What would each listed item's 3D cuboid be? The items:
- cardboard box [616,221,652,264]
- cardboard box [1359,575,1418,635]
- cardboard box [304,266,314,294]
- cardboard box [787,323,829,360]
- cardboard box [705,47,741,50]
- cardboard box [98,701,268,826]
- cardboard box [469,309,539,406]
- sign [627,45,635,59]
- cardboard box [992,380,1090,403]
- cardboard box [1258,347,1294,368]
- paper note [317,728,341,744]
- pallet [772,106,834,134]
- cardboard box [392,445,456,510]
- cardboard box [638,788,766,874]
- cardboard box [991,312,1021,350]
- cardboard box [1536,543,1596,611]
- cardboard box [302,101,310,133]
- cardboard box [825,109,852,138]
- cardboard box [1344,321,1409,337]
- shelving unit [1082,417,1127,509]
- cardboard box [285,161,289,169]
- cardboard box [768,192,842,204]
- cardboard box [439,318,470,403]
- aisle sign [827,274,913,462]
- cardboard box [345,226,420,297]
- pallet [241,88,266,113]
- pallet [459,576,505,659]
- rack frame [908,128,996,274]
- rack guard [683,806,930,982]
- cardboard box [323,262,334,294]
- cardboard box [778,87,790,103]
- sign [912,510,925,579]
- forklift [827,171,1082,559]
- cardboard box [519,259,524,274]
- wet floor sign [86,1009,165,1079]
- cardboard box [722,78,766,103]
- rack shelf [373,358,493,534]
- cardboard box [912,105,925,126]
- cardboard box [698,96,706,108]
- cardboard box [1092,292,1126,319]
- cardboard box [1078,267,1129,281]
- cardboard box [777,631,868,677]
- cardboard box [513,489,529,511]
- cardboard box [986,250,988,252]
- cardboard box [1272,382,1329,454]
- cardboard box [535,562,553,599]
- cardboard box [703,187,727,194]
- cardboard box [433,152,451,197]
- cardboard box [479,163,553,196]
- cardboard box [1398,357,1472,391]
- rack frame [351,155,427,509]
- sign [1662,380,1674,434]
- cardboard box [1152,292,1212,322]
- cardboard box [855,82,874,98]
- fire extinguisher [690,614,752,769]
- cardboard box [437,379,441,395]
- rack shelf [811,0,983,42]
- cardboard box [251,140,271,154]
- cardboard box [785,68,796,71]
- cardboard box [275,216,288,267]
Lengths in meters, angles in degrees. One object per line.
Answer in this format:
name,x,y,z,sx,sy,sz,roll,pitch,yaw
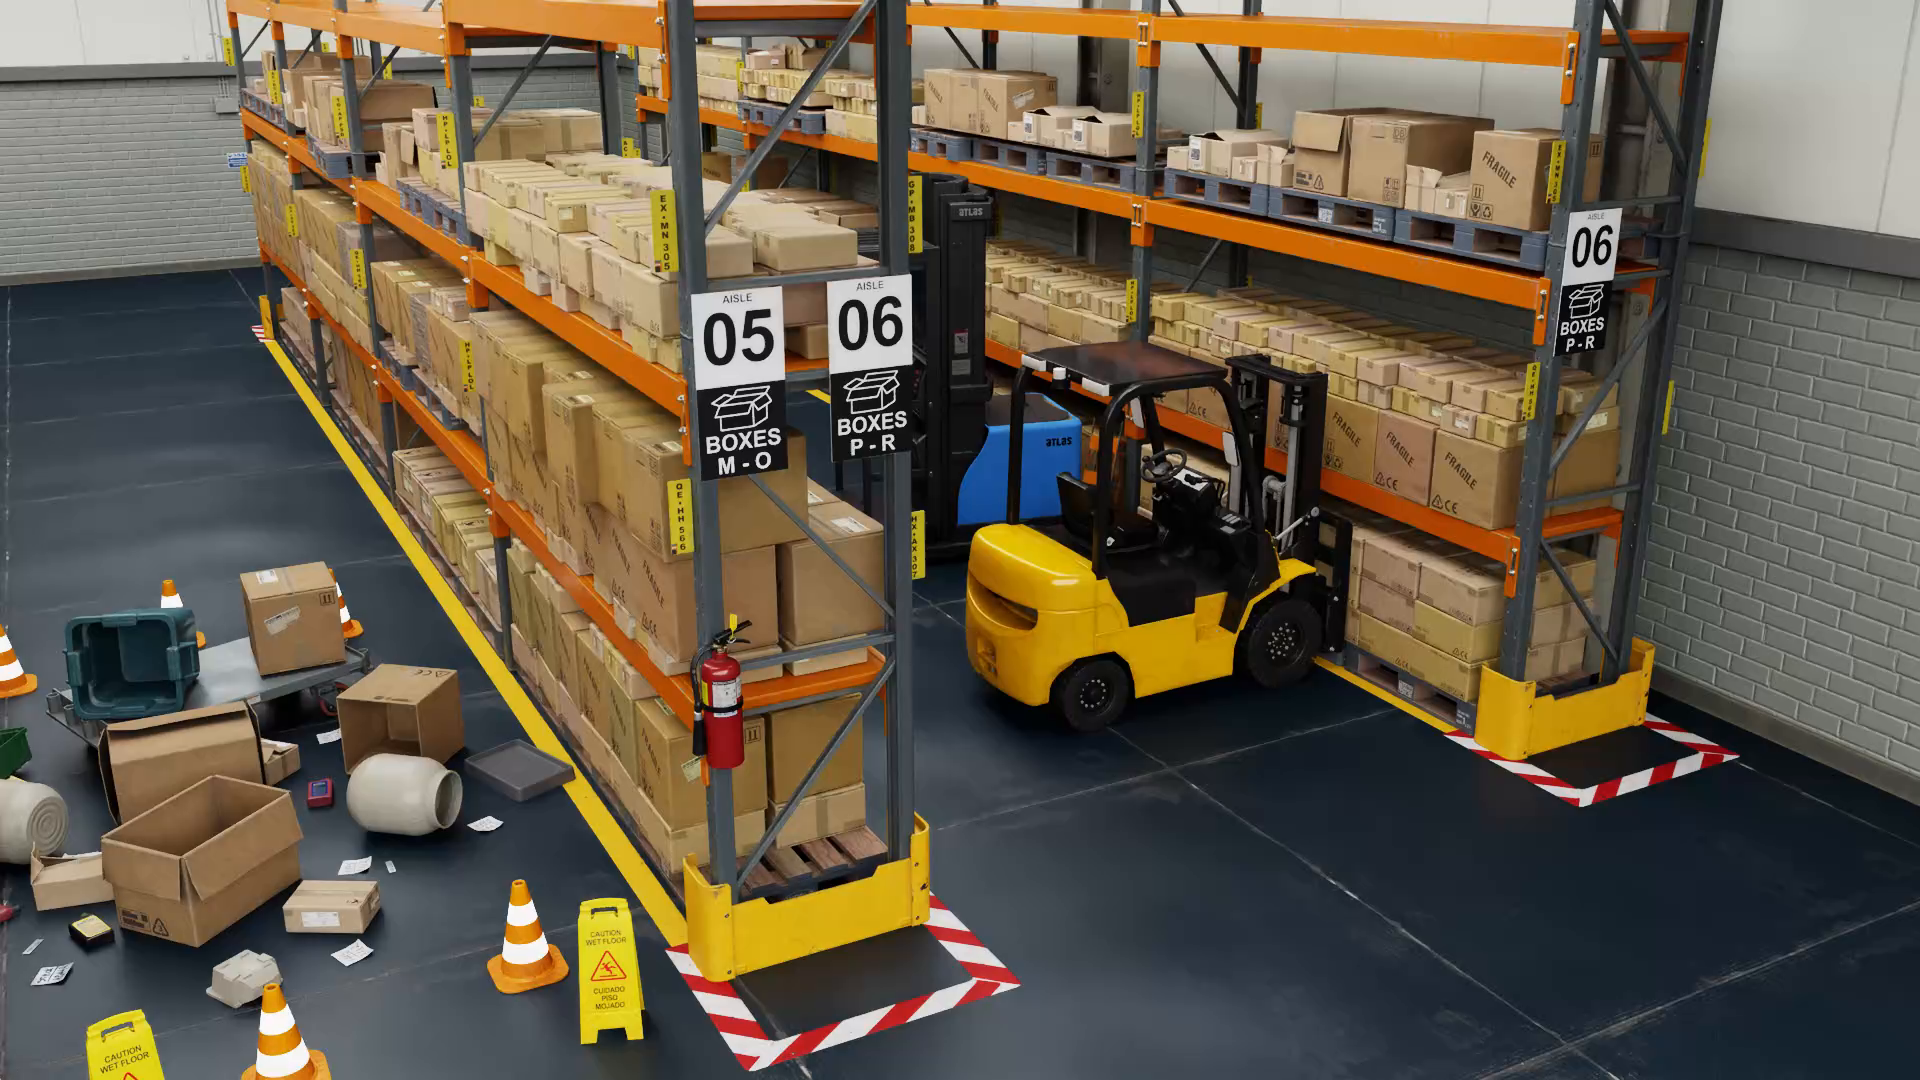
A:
cardboard box,-1.332,-1.359,7.535,0.380,0.149,0.250,-10,22,-27
cardboard box,2.946,0.377,10.745,0.500,0.250,0.500,-10,22,-27
cardboard box,-6.408,-2.688,17.052,0.500,0.250,0.500,-11,22,-28
cardboard box,-0.558,-0.926,7.502,0.380,0.149,0.250,-10,21,-27
cardboard box,-2.960,-6.188,21.375,0.500,0.250,0.500,-10,21,-26
cardboard box,-4.199,1.256,9.013,0.797,0.637,0.503,-10,21,-27
cardboard box,-2.567,-1.130,10.165,0.700,0.500,0.500,-10,22,-27
sign,-4.394,-6.591,22.196,0.100,0.325,0.005,-10,21,-27
cardboard box,0.803,-1.063,15.109,0.875,0.625,0.625,-11,22,-29
cardboard box,2.284,-1.249,11.505,0.380,0.149,0.250,-11,22,-28
paper note,-3.835,1.191,10.134,0.148,0.019,0.142,-10,21,-27
pallet,-1.274,-4.530,17.849,1.213,0.211,1.003,-10,21,-27
cardboard box,-4.225,-0.570,14.070,0.950,0.372,0.625,-12,22,-30
cardboard box,-1.318,1.423,8.481,0.500,0.250,0.500,-10,21,-27
cardboard box,0.607,-1.870,14.683,0.500,0.250,0.500,-9,21,-25
cardboard box,3.619,0.210,10.462,0.500,0.250,0.500,-10,22,-27
cardboard box,-5.825,-3.900,15.299,0.396,0.266,0.258,-8,21,-22
cardboard box,-1.053,-4.292,17.103,0.500,0.250,0.500,-10,21,-27
cardboard box,2.871,-1.399,11.483,0.380,0.149,0.250,-9,21,-25
shelving unit,1.124,-0.429,13.238,0.252,1.050,0.215,11,2,29
cardboard box,-7.086,-4.027,18.023,0.380,0.149,0.250,-10,21,-27
cardboard box,-1.739,-3.619,18.725,0.700,0.500,0.500,-10,21,-26
cardboard box,-3.243,-1.255,11.417,0.500,0.500,0.500,-10,21,-26
aisle sign,-0.384,-0.740,7.193,0.394,0.787,0.004,-10,21,-27
cardboard box,-4.960,-2.405,14.318,0.500,0.500,0.500,-11,22,-28
pallet,-7.922,-5.239,19.753,1.003,0.211,1.213,-10,21,-27
pallet,-2.956,0.466,11.959,1.003,0.211,1.213,-10,21,-27
rack frame,-0.118,-2.548,16.416,1.000,3.000,0.127,-10,21,-27
rack guard,-0.722,1.679,8.000,1.175,0.500,0.348,-10,21,-27
cardboard box,-5.693,-2.482,15.690,0.500,0.250,0.500,-11,22,-28
cardboard box,-1.739,-4.801,17.934,0.380,0.149,0.250,-10,22,-27
sign,-0.208,0.026,7.632,0.100,0.325,0.005,-10,21,-27
forklift,-0.598,-1.327,12.984,3.031,2.935,1.130,-6,20,-16
cardboard box,-2.279,-1.585,9.413,0.380,0.149,0.250,-9,21,-25
wet floor sign,-3.238,2.129,6.472,0.267,0.644,0.232,-14,24,-36
cardboard box,-2.467,-5.283,19.519,0.500,0.250,0.500,-10,21,-26
rack shelf,-3.535,-0.863,12.638,1.077,0.370,4.000,-10,21,-27
cardboard box,-0.220,-3.954,15.453,0.380,0.166,0.250,-10,21,-27
cardboard box,-3.021,-5.426,20.543,0.380,0.149,0.250,-10,21,-26
cardboard box,1.285,-1.888,13.357,0.380,0.149,0.250,-10,22,-27
cardboard box,1.244,-2.261,14.439,0.380,0.149,0.250,-10,21,-27
cardboard box,-0.665,0.508,7.946,0.380,0.149,0.250,-10,21,-26
cardboard box,-2.552,-0.306,10.305,0.380,0.149,0.250,-9,21,-25
cardboard box,0.046,-2.618,15.472,0.380,0.149,0.250,-9,21,-25
cardboard box,2.486,-0.839,11.311,0.500,0.500,0.500,-10,21,-26
cardboard box,-2.291,0.214,9.839,0.380,0.149,0.250,-9,21,-25
cardboard box,-1.370,-1.733,8.618,0.380,0.149,0.250,-9,21,-26
cardboard box,-3.226,-2.466,11.168,0.500,0.250,0.500,-10,21,-26
cardboard box,-2.574,-2.094,9.667,0.380,0.149,0.250,-9,21,-25
cardboard box,2.980,-1.036,10.430,0.380,0.149,0.250,-10,21,-26
rack frame,-4.485,-1.778,14.184,1.000,3.000,0.127,-10,21,-27
sign,4.172,-0.782,9.850,0.100,0.325,0.005,-10,21,-27
cardboard box,1.672,-1.756,12.519,0.380,0.149,0.250,-10,21,-26
cardboard box,-0.828,-4.516,16.686,0.380,0.149,0.250,-10,22,-28
fire extinguisher,-1.037,0.660,7.240,0.296,0.674,0.183,-10,21,-27
cardboard box,-3.544,-1.109,11.989,0.380,0.149,0.250,-10,21,-27
rack shelf,-1.068,-5.428,17.284,1.077,0.370,4.000,-10,21,-27
cardboard box,-8.359,-4.756,20.135,0.380,0.149,0.250,-9,21,-26
cardboard box,-1.773,-5.313,18.965,0.380,0.149,0.250,-10,22,-27
cardboard box,-7.330,-3.356,18.604,0.500,0.500,0.500,-10,22,-27
